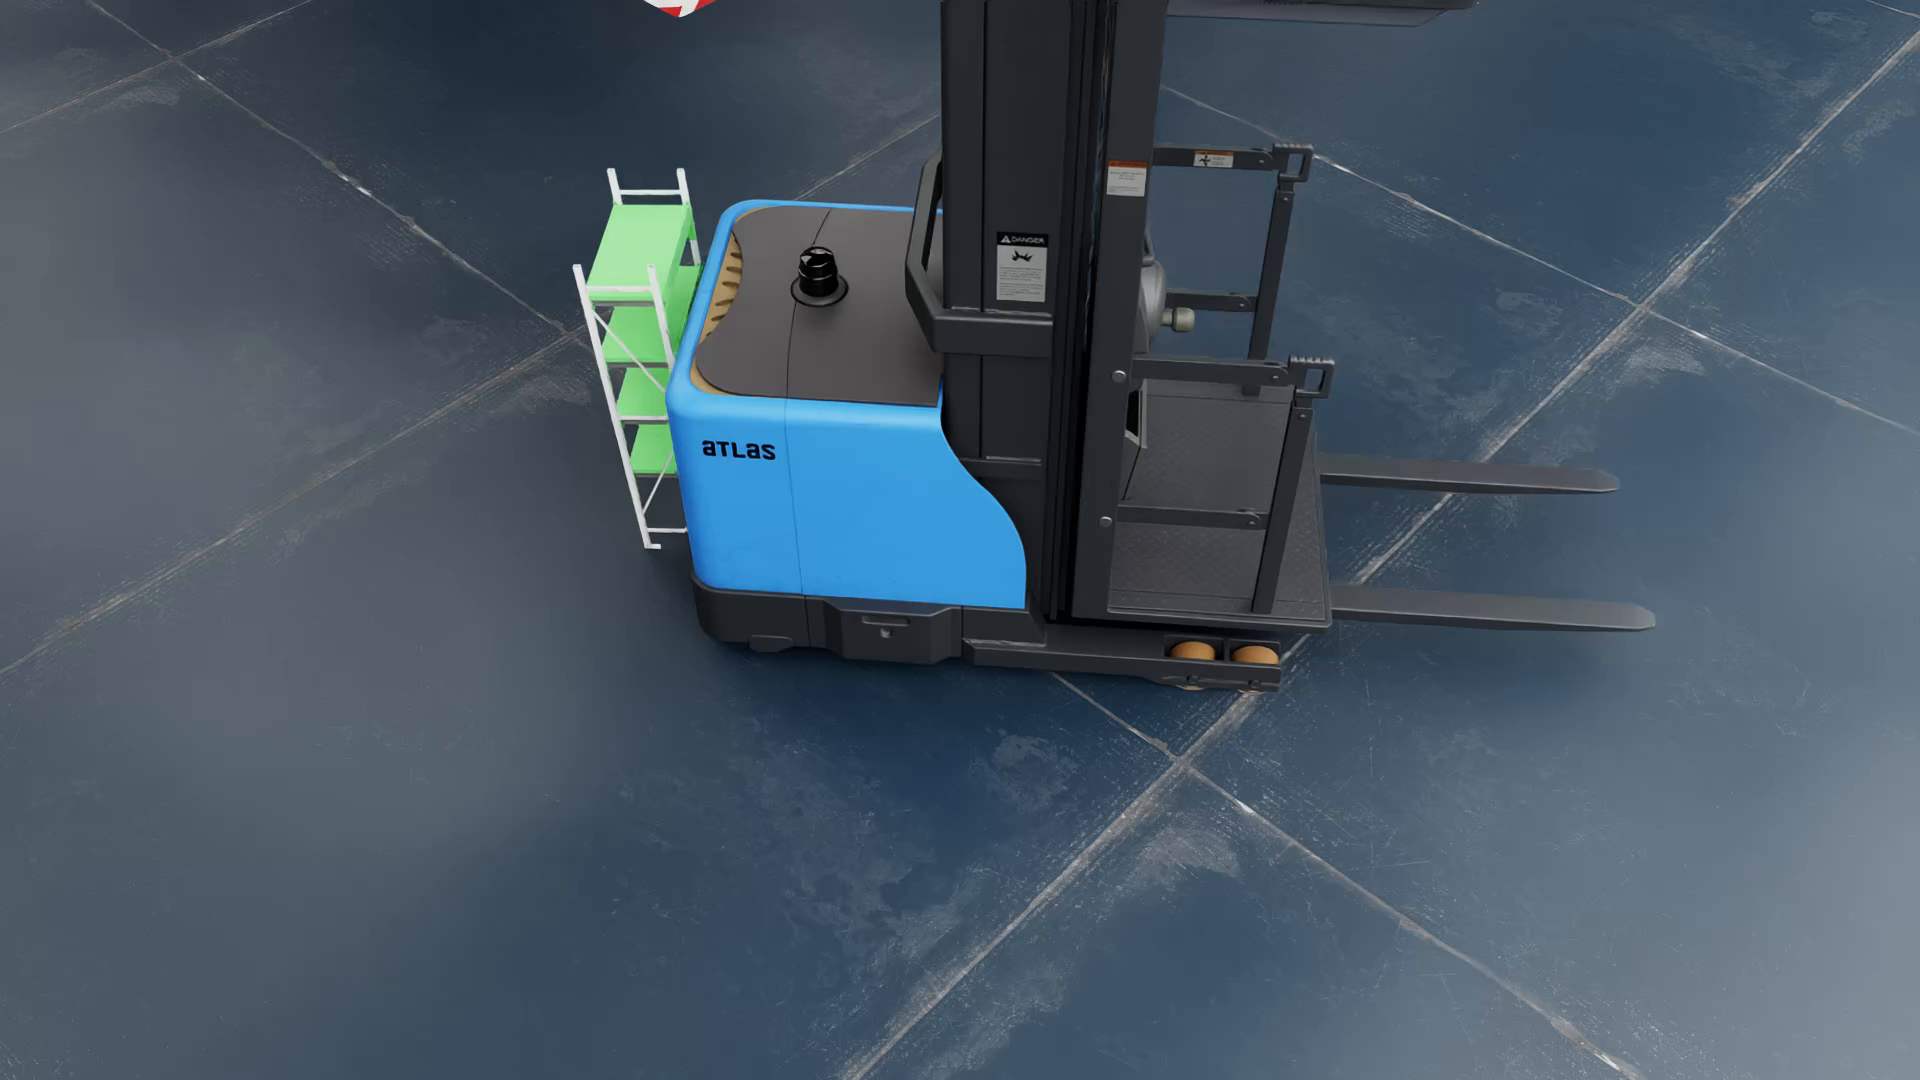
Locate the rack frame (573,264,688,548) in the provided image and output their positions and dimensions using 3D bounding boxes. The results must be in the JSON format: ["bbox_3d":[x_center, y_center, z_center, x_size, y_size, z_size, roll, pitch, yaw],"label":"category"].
[{"bbox_3d":[-0.986,-0.387,5.283,0.240,1.200,0.015,1,47,4],"label":"rack frame"}]

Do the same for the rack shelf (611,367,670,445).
[{"bbox_3d":[-0.969,-0.520,5.496,0.258,0.148,0.480,1,47,4],"label":"rack shelf"}]

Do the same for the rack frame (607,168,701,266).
[{"bbox_3d":[-0.957,-0.742,5.617,0.240,1.200,0.015,1,47,4],"label":"rack frame"}]

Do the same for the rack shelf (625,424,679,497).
[{"bbox_3d":[-0.960,-0.356,5.671,0.258,0.148,0.480,1,47,4],"label":"rack shelf"}]

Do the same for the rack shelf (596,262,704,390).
[{"bbox_3d":[-0.978,-0.685,5.322,0.258,0.148,0.480,1,47,4],"label":"rack shelf"}]

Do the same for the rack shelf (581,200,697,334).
[{"bbox_3d":[-0.988,-0.850,5.147,0.258,0.148,0.480,1,47,4],"label":"rack shelf"}]

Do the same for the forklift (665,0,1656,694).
[{"bbox_3d":[0.695,-0.920,4.603,3.031,2.935,1.130,4,47,3],"label":"forklift"}]

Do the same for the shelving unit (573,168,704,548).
[{"bbox_3d":[-0.972,-0.564,5.450,0.258,1.200,0.503,1,47,4],"label":"shelving unit"}]
